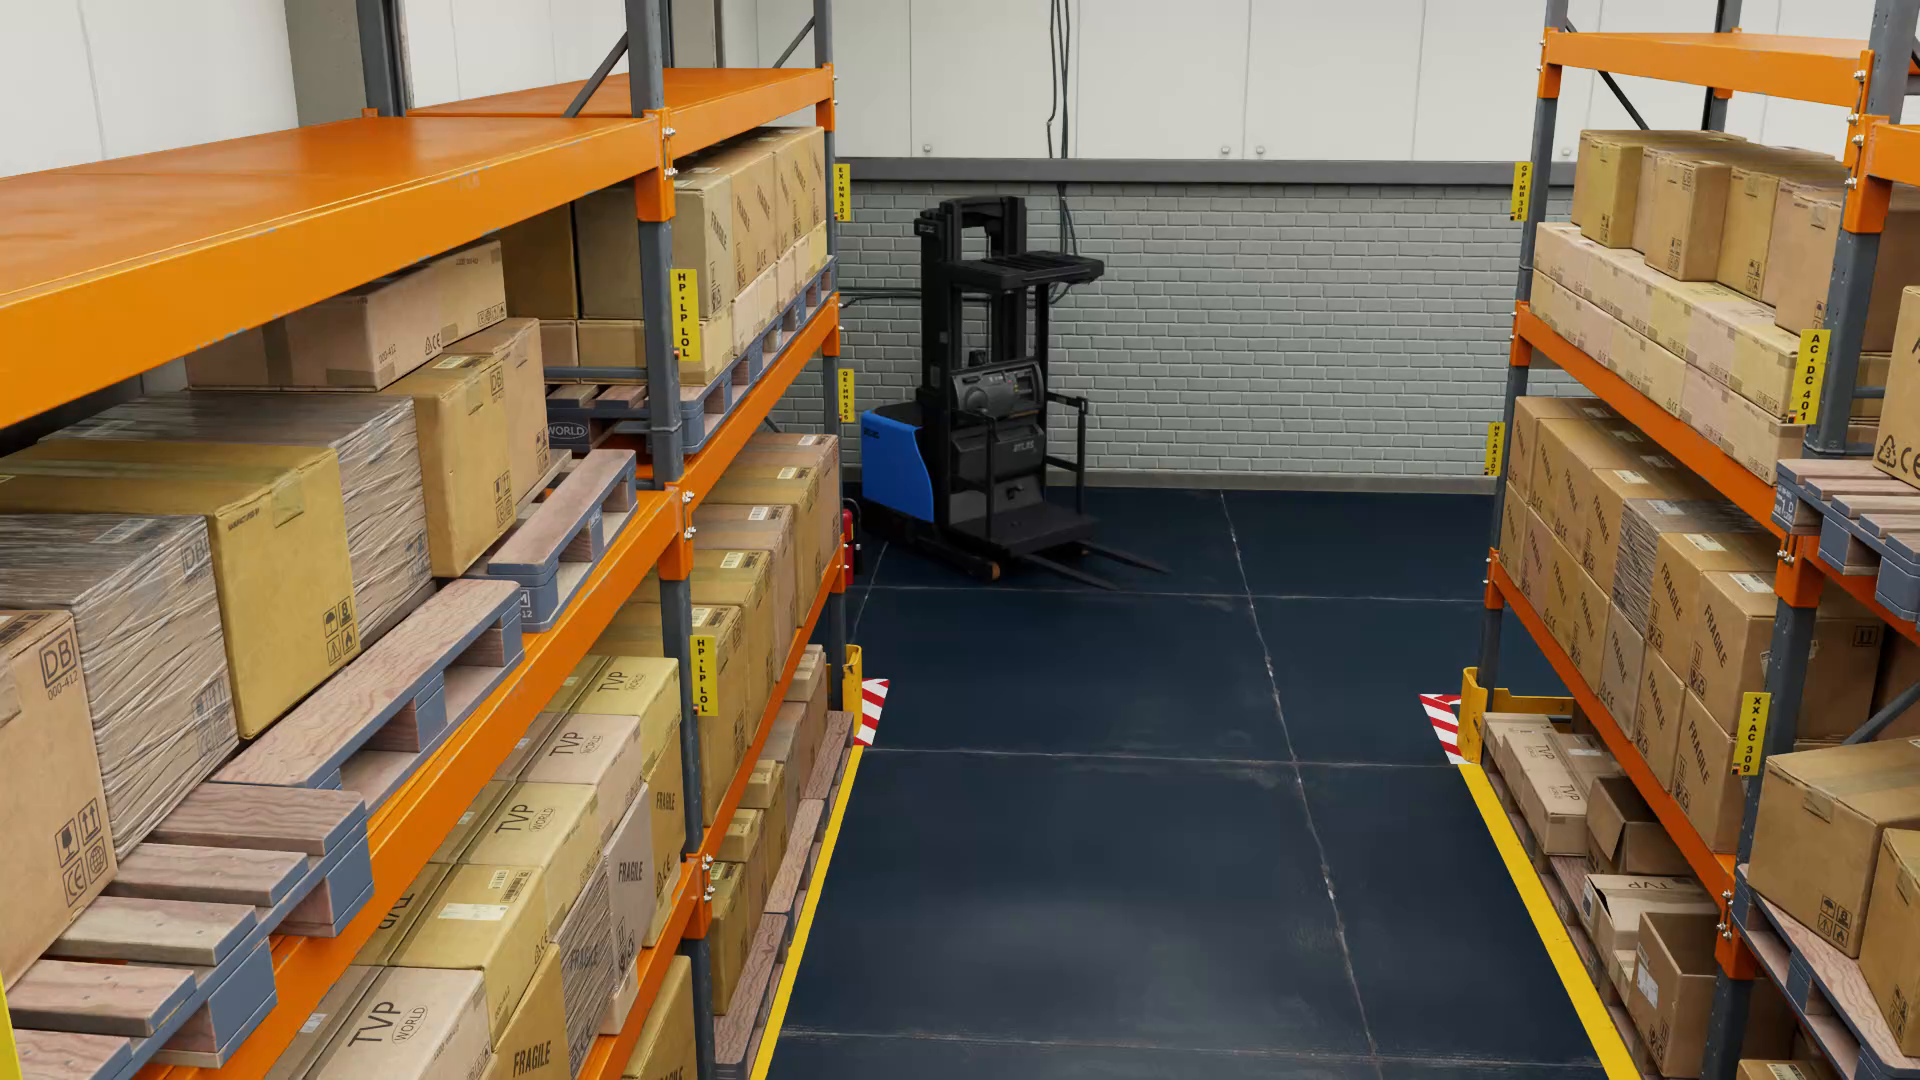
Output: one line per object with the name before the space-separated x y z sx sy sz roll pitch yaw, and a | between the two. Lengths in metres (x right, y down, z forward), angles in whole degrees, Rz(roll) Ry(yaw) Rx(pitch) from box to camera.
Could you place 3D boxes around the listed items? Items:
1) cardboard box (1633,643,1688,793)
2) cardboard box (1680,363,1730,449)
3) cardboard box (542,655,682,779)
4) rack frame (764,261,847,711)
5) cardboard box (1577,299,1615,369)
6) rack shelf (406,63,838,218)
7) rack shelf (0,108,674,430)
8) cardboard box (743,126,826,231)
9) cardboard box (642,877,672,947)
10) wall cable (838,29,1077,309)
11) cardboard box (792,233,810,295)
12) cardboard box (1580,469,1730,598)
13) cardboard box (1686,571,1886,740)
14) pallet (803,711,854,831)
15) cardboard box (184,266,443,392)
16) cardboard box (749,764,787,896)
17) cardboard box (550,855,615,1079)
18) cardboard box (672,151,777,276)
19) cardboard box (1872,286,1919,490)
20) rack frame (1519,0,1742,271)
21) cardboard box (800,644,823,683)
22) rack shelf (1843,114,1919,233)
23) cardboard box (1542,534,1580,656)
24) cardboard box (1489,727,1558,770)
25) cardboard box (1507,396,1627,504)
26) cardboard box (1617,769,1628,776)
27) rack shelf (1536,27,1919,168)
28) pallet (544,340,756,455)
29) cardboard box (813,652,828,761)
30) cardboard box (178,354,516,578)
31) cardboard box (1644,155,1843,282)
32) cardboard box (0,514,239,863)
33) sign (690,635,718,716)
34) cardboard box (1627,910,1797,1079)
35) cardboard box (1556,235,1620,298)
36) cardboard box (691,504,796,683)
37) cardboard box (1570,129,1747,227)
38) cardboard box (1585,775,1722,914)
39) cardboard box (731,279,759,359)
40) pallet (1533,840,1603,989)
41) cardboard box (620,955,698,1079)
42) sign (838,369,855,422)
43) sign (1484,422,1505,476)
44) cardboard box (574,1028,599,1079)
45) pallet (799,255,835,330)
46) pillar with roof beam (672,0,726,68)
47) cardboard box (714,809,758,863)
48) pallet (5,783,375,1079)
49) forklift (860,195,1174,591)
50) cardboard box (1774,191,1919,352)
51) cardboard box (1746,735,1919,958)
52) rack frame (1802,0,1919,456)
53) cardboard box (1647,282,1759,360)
cardboard box | 3.242 0.760 7.127 0.500 0.500 0.500 2 18 5
cardboard box | 3.242 -0.538 6.671 0.500 0.250 0.500 1 18 4
cardboard box | -1.293 0.615 5.854 0.500 0.250 0.500 2 18 5
rack frame | -1.228 -0.223 10.287 1.000 3.000 0.127 1 18 4
cardboard box | 3.340 -1.004 8.093 0.500 0.250 0.500 1 18 4
rack shelf | -1.371 -1.921 7.632 1.077 0.370 4.000 1 18 4
rack shelf | -1.658 -0.679 3.840 1.077 0.370 4.000 1 18 4
cardboard box | -1.008 -1.948 8.934 0.500 0.500 0.500 1 18 4
cardboard box | -1.251 1.319 5.951 0.380 0.149 0.250 2 18 5
wall cable | -0.466 -3.347 15.173 3.097 2.526 0.112 1 18 4
cardboard box | -1.052 -1.430 8.557 0.500 0.250 0.500 1 18 2
cardboard box | 3.312 -0.029 7.928 0.500 0.500 0.500 1 18 3
cardboard box | 3.204 0.443 6.488 0.500 0.500 0.500 1 18 4
pallet | -1.207 1.352 9.958 1.003 0.211 1.213 1 18 4
cardboard box | -1.733 -0.577 4.479 0.500 0.250 0.500 1 18 2
cardboard box | -1.281 1.462 8.484 0.700 0.500 0.500 2 18 5
cardboard box | -1.368 1.284 5.016 0.500 0.500 0.500 1 18 4
cardboard box | -1.123 -1.467 7.467 0.500 0.500 0.500 1 18 4
cardboard box | 3.317 -0.437 5.126 0.600 0.600 0.600 0 18 -1
rack frame | 3.713 -2.965 9.019 1.000 3.000 0.127 1 18 4
cardboard box | -1.006 0.720 9.706 0.380 0.149 0.250 1 18 3
rack shelf | 3.283 -0.569 3.507 1.077 0.370 4.000 1 18 4
cardboard box | 3.348 0.287 8.570 0.500 0.500 0.500 1 18 4
cardboard box | 3.322 1.223 9.716 0.380 0.166 0.250 1 18 4
cardboard box | 3.418 -0.505 9.380 0.500 0.500 0.500 2 18 6
cardboard box | 3.822 1.452 8.883 0.500 0.250 0.500 1 18 4
rack shelf | 3.570 -2.000 7.236 1.077 0.370 4.000 1 18 4
pallet | -1.446 -0.618 6.818 1.003 0.211 1.213 1 18 4
cardboard box | -1.179 0.985 9.941 0.700 0.500 0.500 1 18 4
cardboard box | -1.663 -0.218 4.586 0.700 0.500 0.500 1 18 3
cardboard box | 3.514 -1.438 7.410 0.700 0.500 0.500 1 18 4
cardboard box | -1.839 0.262 3.123 0.700 0.500 0.500 0 18 1
sign | -0.973 0.515 6.300 0.100 0.325 0.005 1 18 4
cardboard box | 3.184 1.924 7.042 0.500 0.500 0.500 1 18 4
cardboard box | 3.374 -1.397 8.489 0.500 0.250 0.500 1 18 4
cardboard box | -1.360 0.256 8.344 0.980 0.700 0.700 0 18 1
cardboard box | 3.693 -1.902 8.827 0.700 0.500 0.500 1 18 4
cardboard box | 3.556 1.522 8.263 0.797 0.503 0.637 1 18 4
cardboard box | -1.152 -0.949 7.090 0.500 0.250 0.500 1 18 3
pallet | 3.561 1.860 8.407 1.003 0.211 1.213 1 18 4
cardboard box | -1.432 2.046 6.140 0.750 0.750 0.750 1 18 5
sign | -0.688 -0.870 10.020 0.100 0.325 0.005 1 18 4
sign | 3.172 -0.537 9.855 0.100 0.325 0.005 1 18 4
cardboard box | -1.359 1.556 5.227 0.380 0.149 0.250 1 18 4
pallet | -1.271 -1.376 9.130 1.003 0.211 1.213 1 18 4
pillar with roof beam | 2.397 -3.836 11.678 9.100 9.000 0.400 1 18 4
cardboard box | -1.152 1.367 7.733 0.380 0.149 0.250 2 18 6
pallet | -1.808 0.724 2.881 1.213 0.211 1.003 2 18 6
forklift | 0.451 -1.231 13.473 1.130 2.935 3.031 -15 23 -37
cardboard box | 3.423 -0.972 5.987 0.700 0.500 0.500 1 18 4
cardboard box | 3.169 1.023 5.647 0.700 0.500 0.500 -5 19 -15
rack frame | 3.426 -1.722 5.228 1.000 3.000 0.127 1 18 4
cardboard box | 3.268 -0.931 7.067 0.500 0.250 0.500 1 18 4
